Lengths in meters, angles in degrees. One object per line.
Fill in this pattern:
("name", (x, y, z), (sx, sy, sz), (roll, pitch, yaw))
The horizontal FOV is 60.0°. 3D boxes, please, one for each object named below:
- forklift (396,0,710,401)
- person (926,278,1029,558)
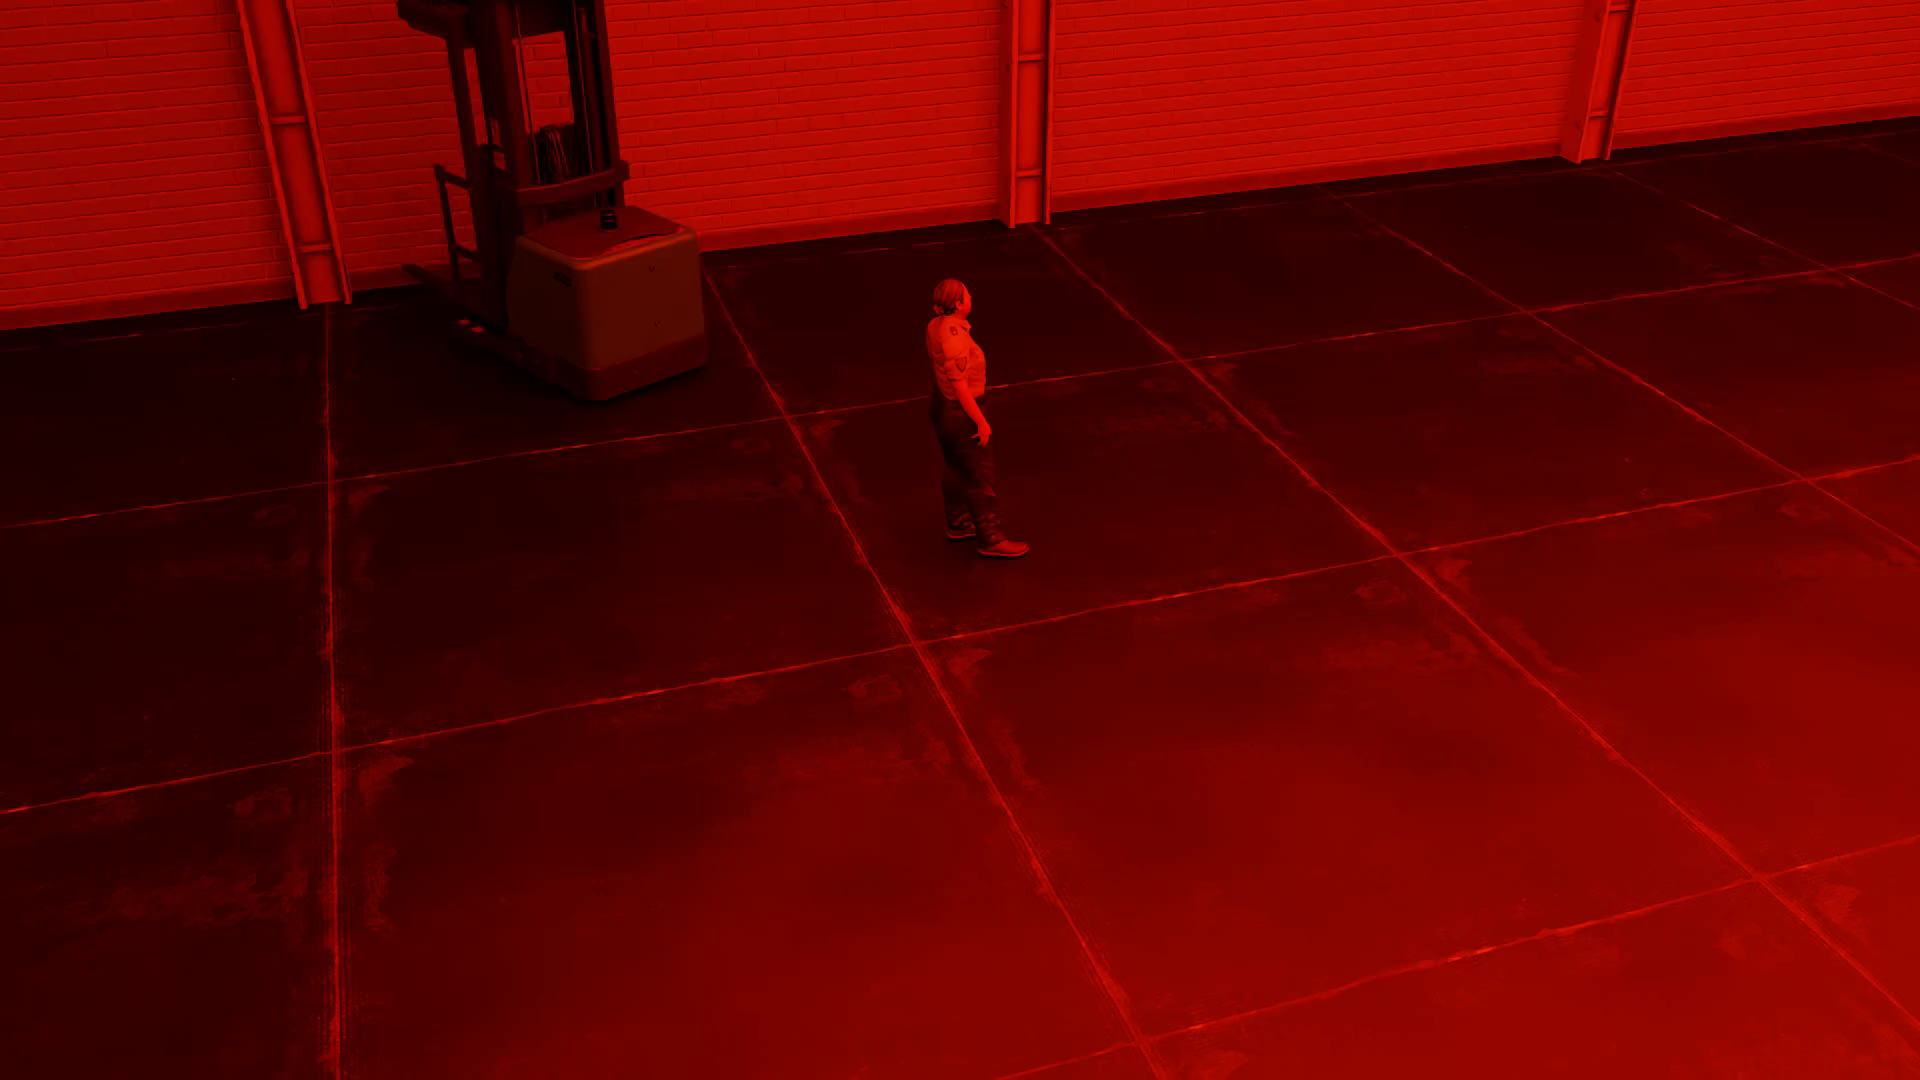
("forklift", (-3.219, -2.872, 12.079), (1.130, 2.935, 3.031), (-26, 39, -37))
("person", (0.092, -0.725, 9.617), (0.503, 1.651, 0.598), (-10, 31, -16))
